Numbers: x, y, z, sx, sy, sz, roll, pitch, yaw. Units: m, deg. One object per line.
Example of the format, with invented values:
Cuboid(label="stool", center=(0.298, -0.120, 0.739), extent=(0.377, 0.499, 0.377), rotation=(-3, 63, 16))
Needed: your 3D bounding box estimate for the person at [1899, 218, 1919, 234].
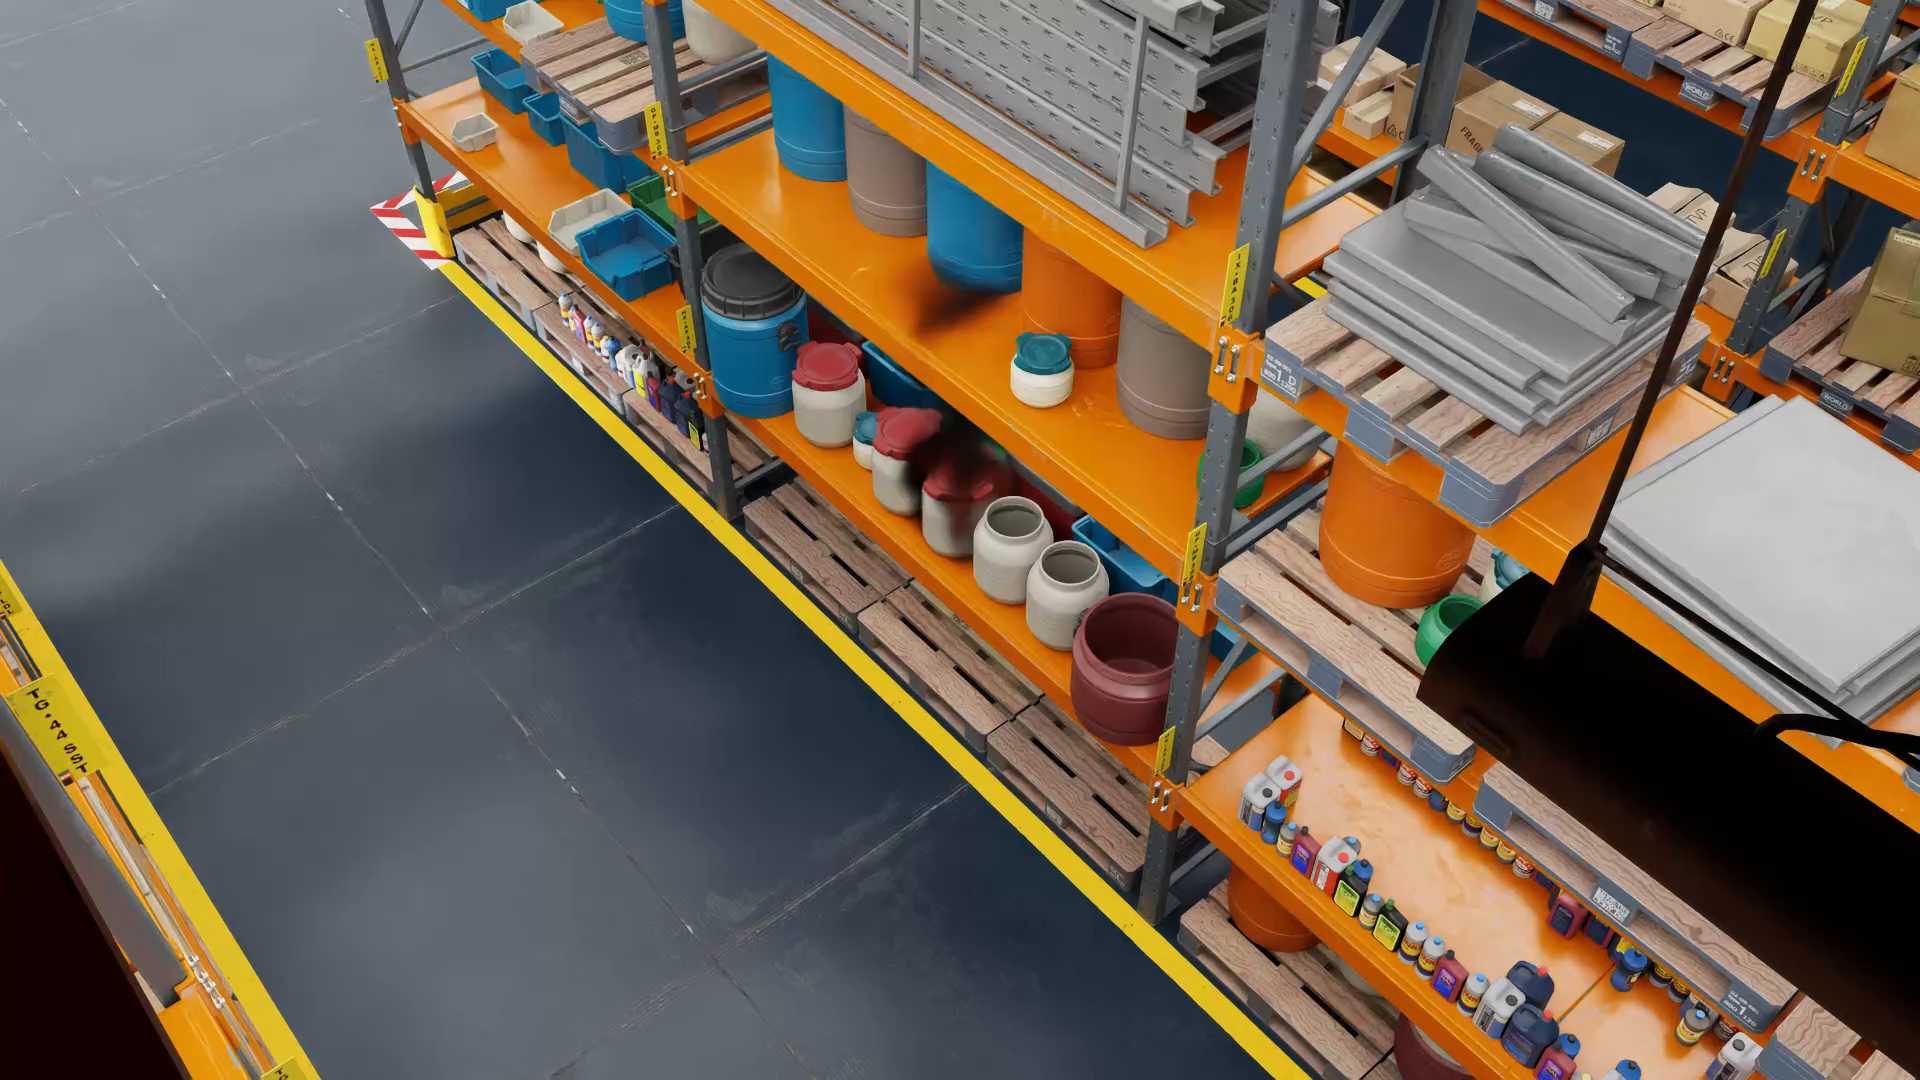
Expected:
Cuboid(label="person", center=(7.083, -2.282, 11.975), extent=(0.582, 1.736, 0.745), rotation=(-31, 54, -26))
